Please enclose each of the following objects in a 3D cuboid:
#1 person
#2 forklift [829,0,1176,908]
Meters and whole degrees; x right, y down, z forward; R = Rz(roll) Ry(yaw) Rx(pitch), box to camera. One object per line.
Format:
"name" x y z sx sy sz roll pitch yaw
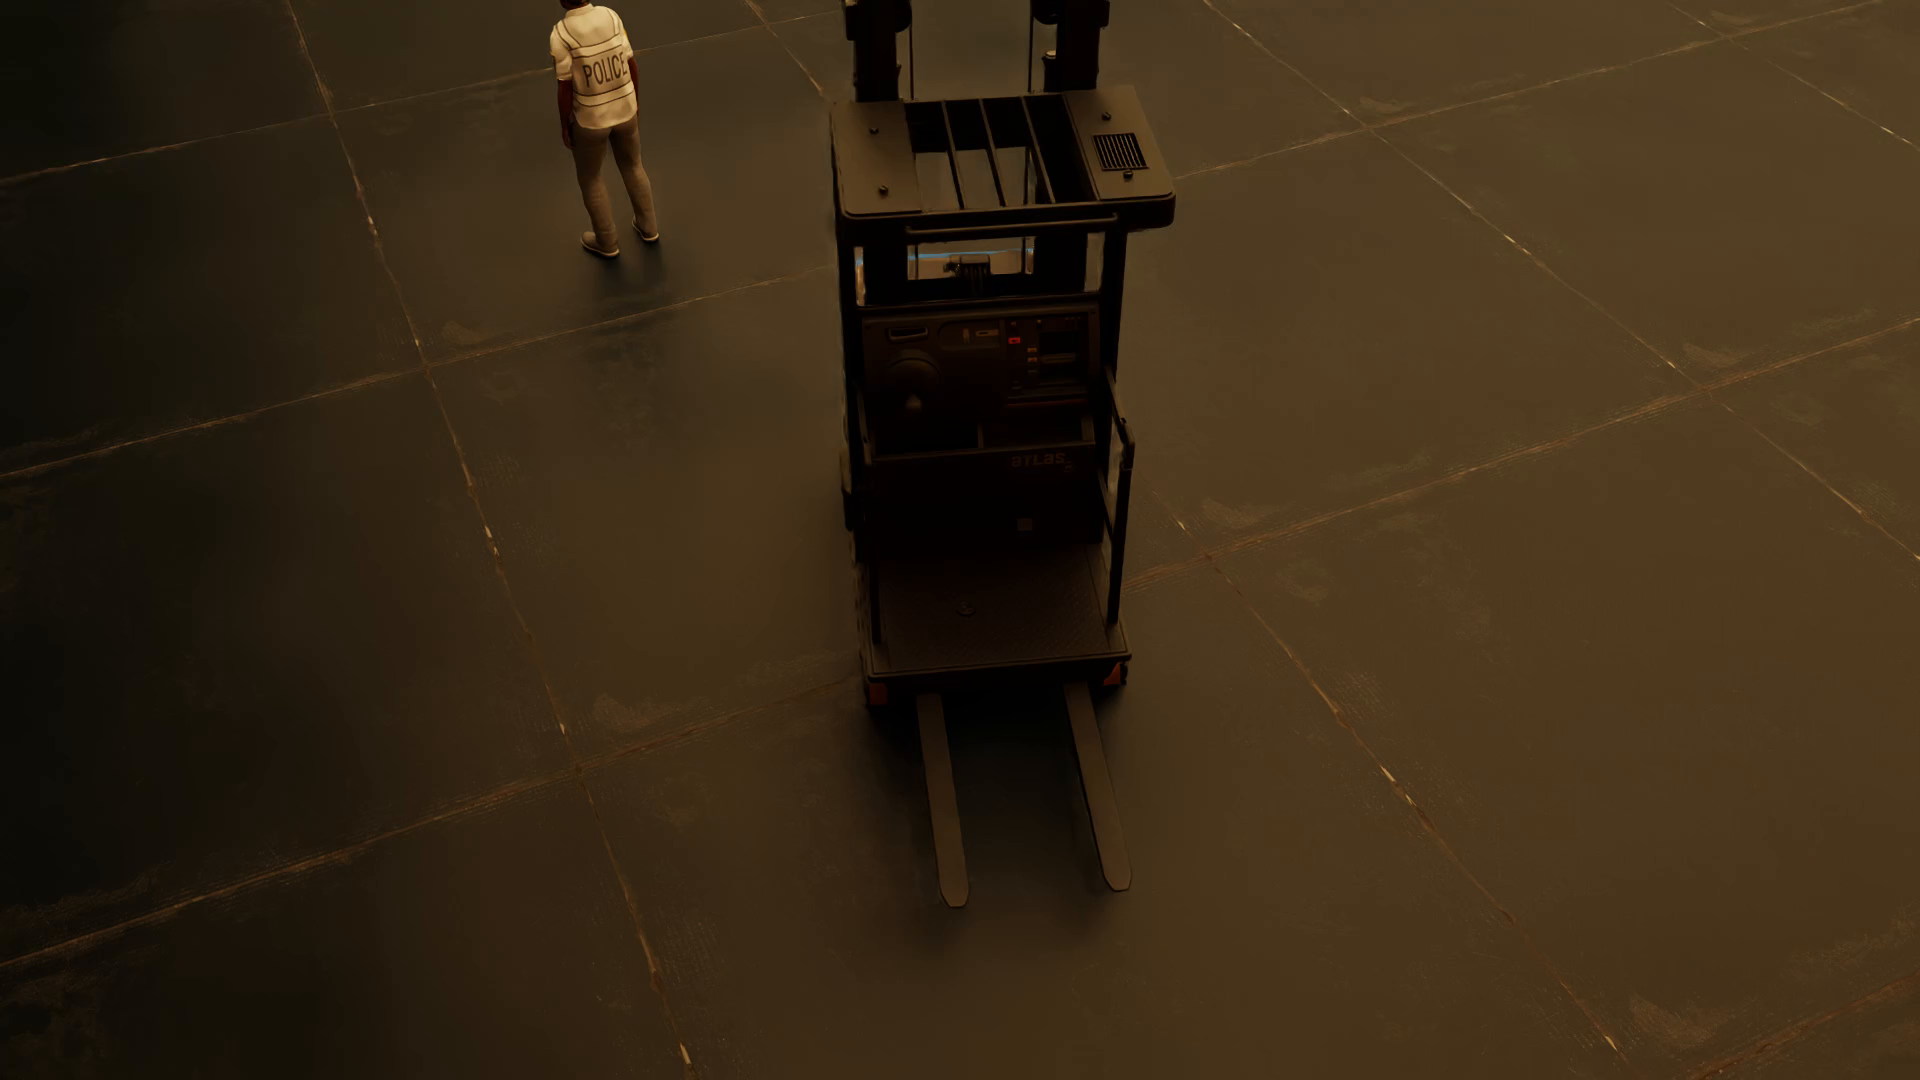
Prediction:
"person" -1.968 -2.332 9.116 0.507 1.657 0.395 -28 50 -27
"forklift" 0.113 -0.620 6.344 1.130 2.935 3.031 -5 43 -5
